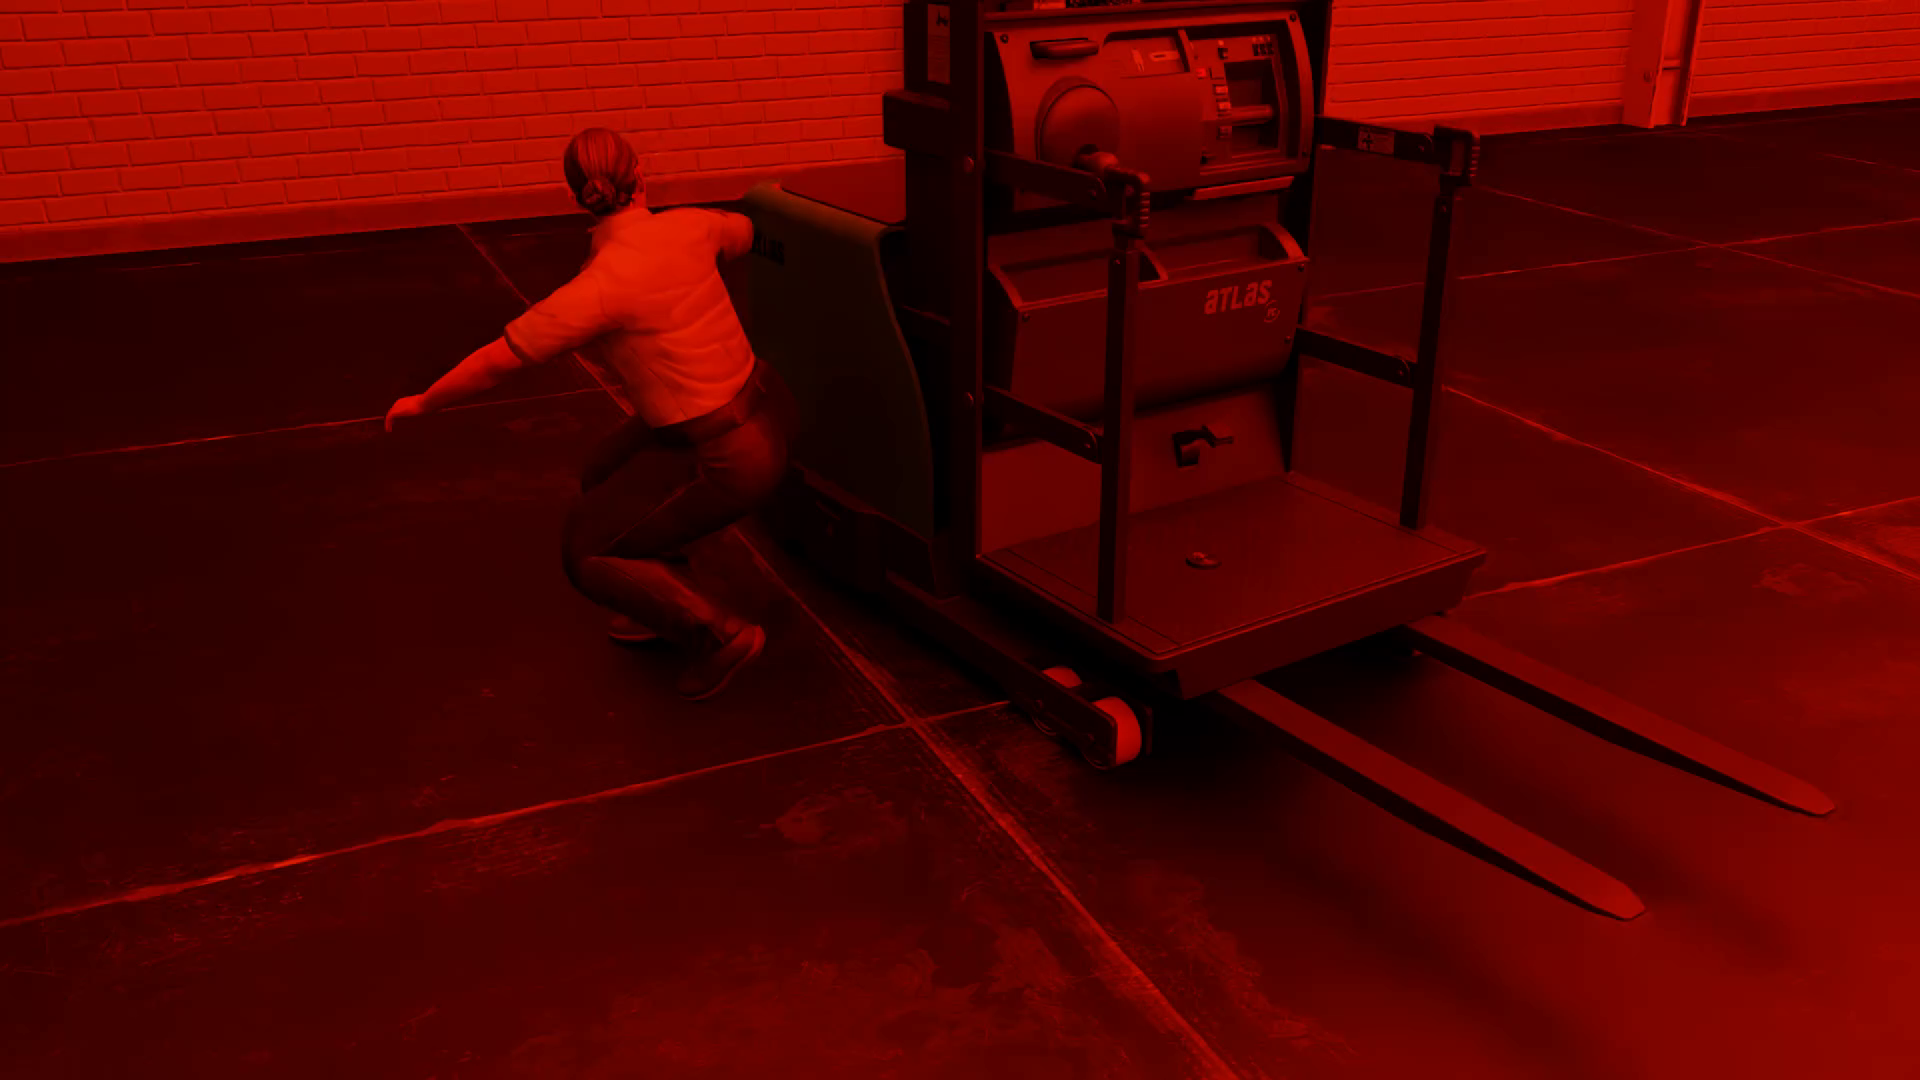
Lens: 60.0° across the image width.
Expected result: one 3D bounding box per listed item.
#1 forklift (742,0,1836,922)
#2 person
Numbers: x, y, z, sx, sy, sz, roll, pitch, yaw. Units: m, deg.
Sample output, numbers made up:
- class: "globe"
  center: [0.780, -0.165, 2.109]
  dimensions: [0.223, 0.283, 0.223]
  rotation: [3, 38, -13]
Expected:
- class: "forklift"
  center: [0.597, -1.033, 3.773]
  dimensions: [1.130, 2.935, 3.031]
  rotation: [-15, 27, -31]
- class: "person"
  center: [-0.849, -0.308, 4.058]
  dimensions: [0.923, 1.390, 0.730]
  rotation: [4, 23, 10]
